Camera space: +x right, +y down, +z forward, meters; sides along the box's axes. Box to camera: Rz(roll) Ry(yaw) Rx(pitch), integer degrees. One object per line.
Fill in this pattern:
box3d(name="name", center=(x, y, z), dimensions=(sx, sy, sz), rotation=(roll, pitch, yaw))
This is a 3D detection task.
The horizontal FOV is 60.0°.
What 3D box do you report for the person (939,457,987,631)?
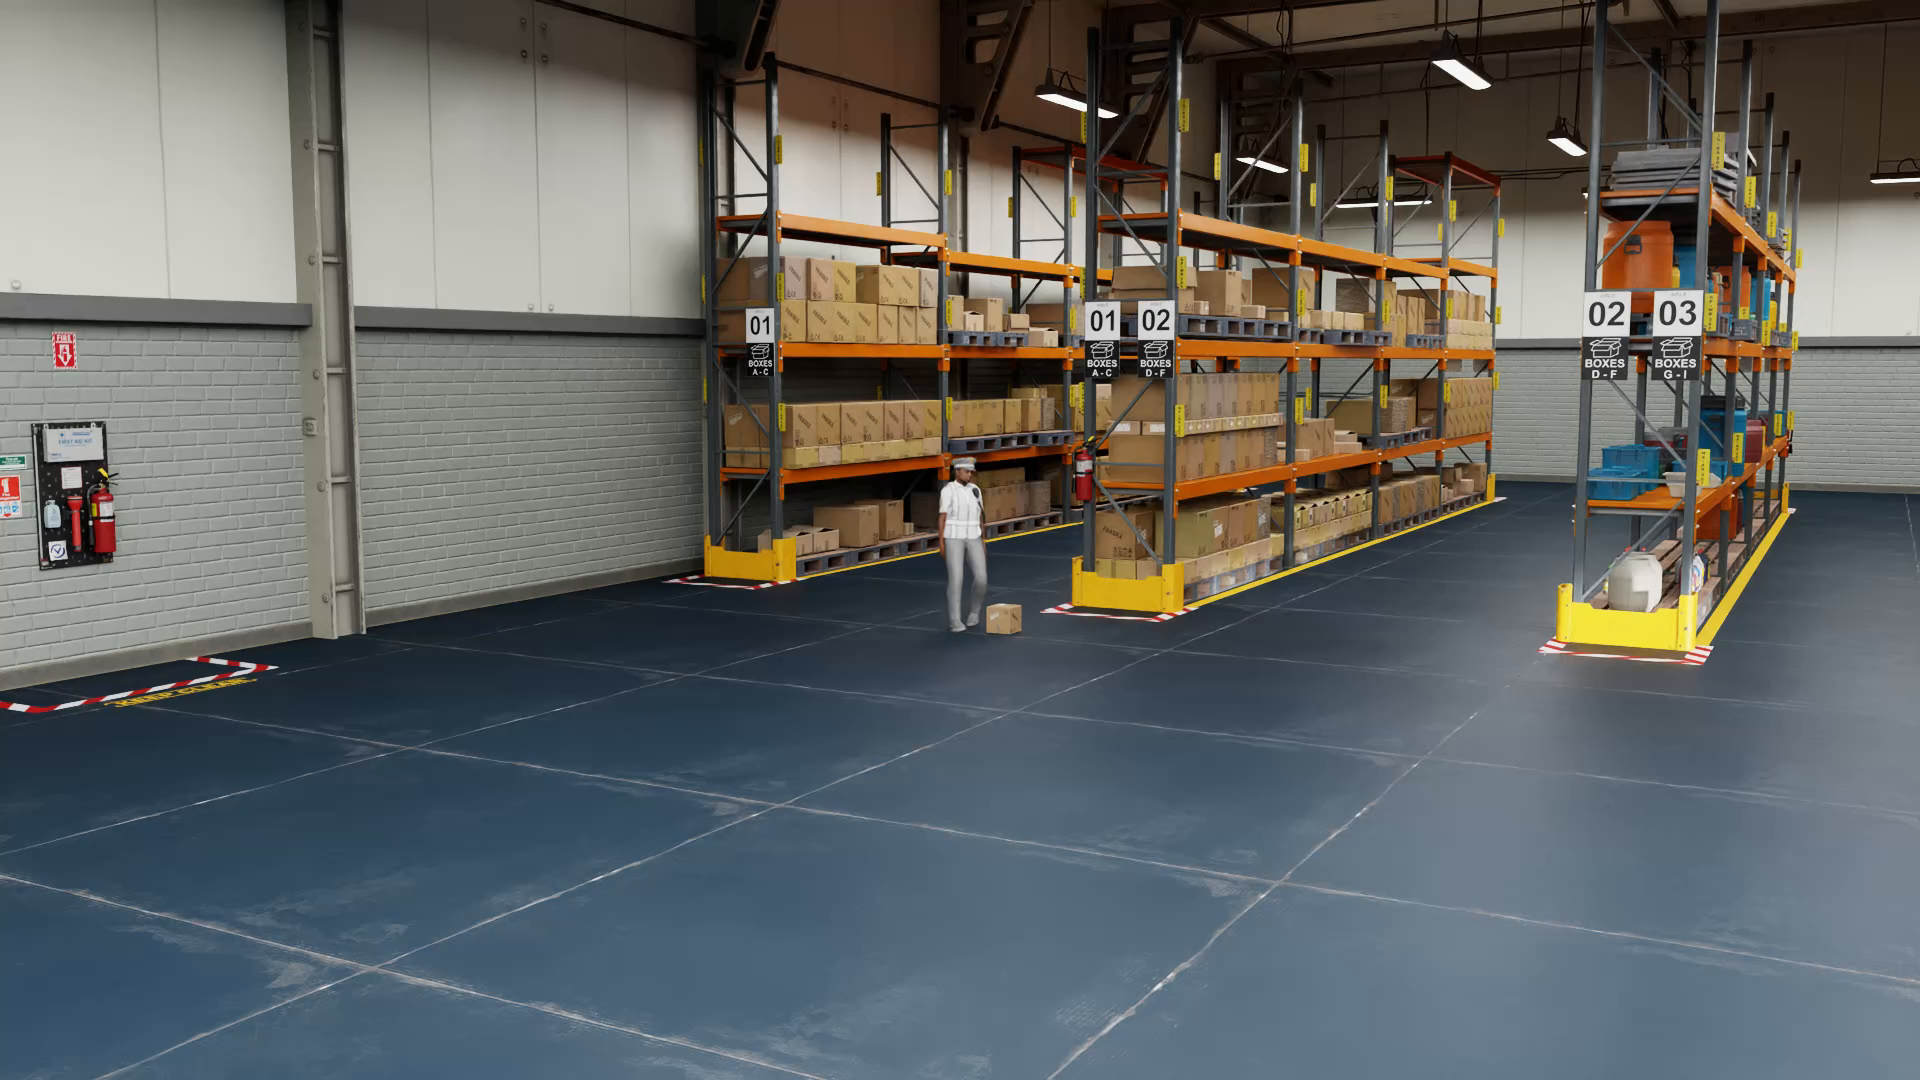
box3d(name="person", center=(0.050, 0.025, 16.135), dimensions=(0.476, 1.659, 0.512), rotation=(-3, 7, -23))
